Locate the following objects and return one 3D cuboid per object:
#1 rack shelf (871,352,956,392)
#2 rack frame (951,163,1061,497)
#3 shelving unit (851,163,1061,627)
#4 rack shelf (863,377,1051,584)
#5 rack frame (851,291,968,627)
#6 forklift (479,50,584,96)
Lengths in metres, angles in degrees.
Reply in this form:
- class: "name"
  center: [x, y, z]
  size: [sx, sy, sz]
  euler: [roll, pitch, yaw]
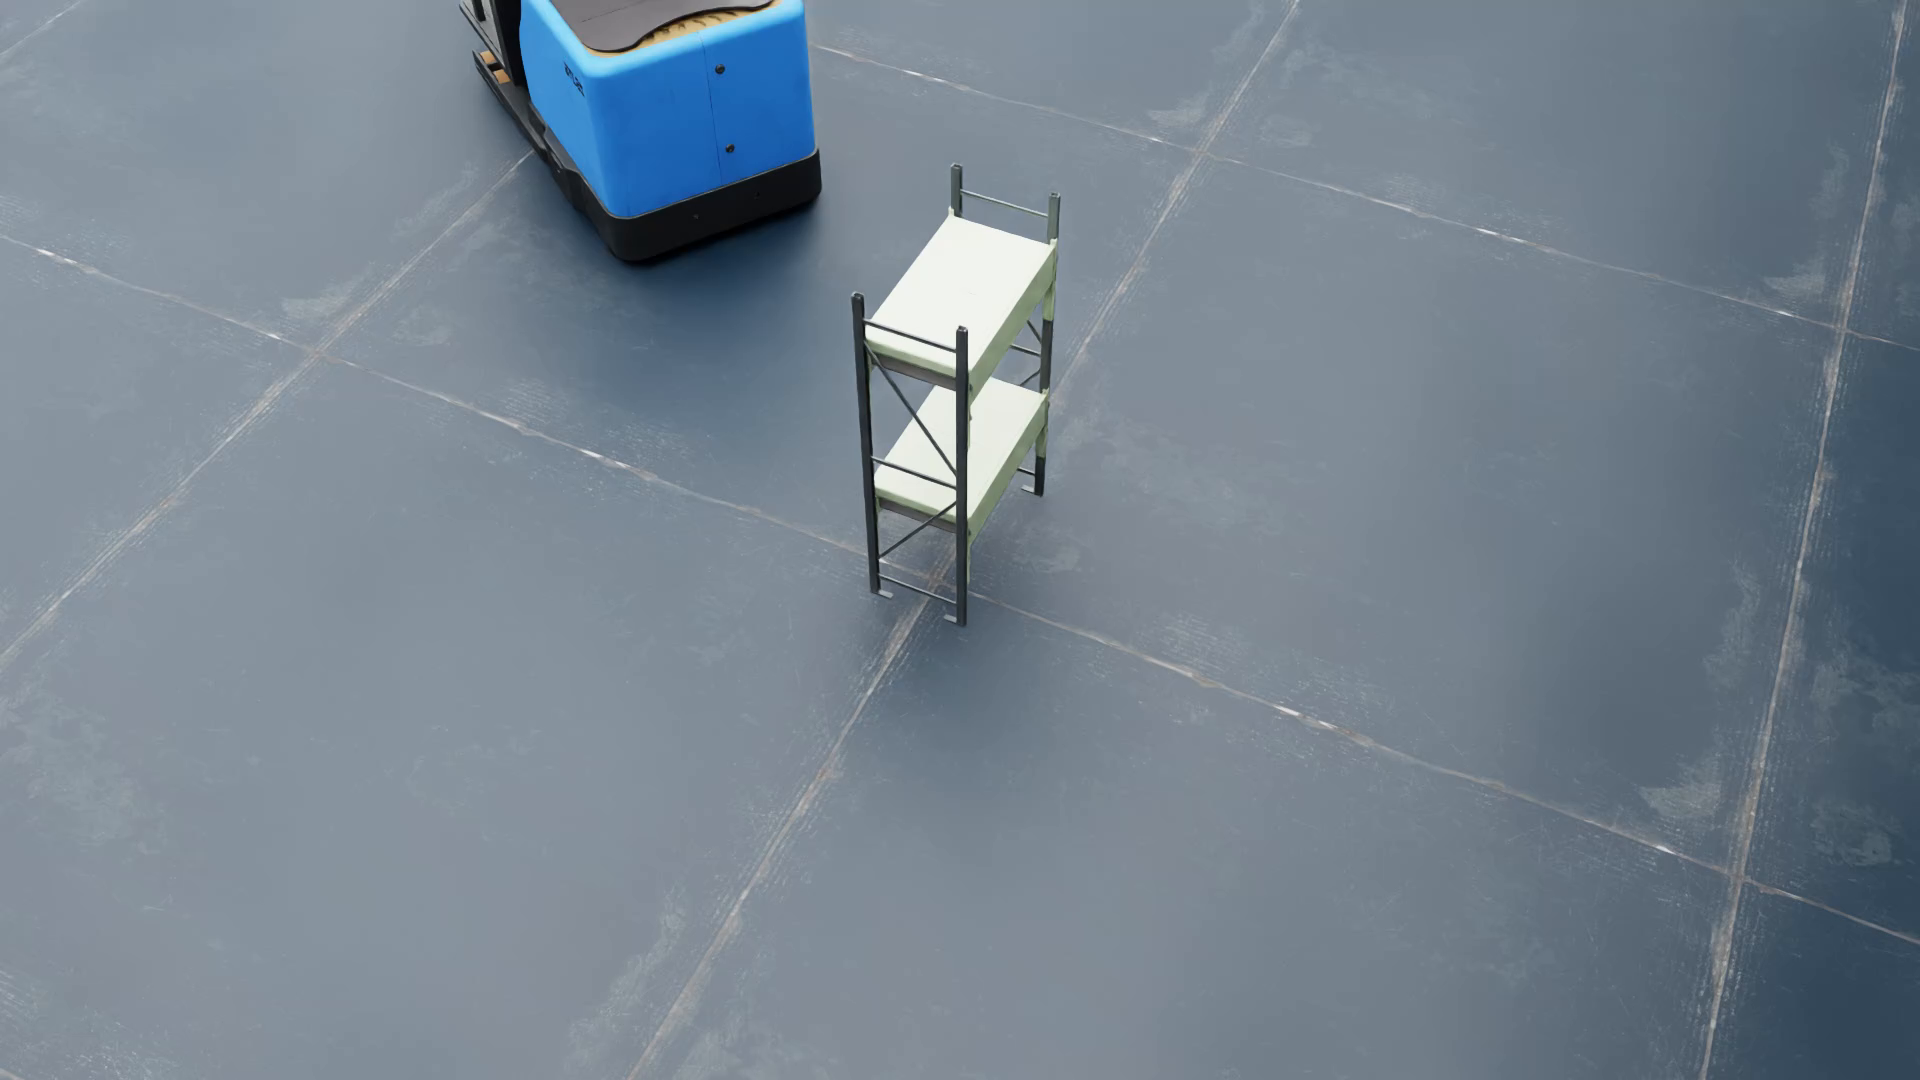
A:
- class: "rack shelf"
  center: [-0.003, -0.781, 5.638]
  size: [0.332, 0.071, 0.664]
  euler: [20, 52, 16]
- class: "rack frame"
  center: [0.154, -0.733, 6.204]
  size: [0.400, 1.500, 0.023]
  euler: [20, 52, 16]
- class: "shelving unit"
  center: [6.291, -10.601, 14.600]
  size: [6.000, 1.500, 30.159]
  euler: [20, 52, 16]
- class: "rack shelf"
  center: [6.294, -10.318, 14.945]
  size: [6.000, 0.609, 30.141]
  euler: [20, 52, 16]
- class: "rack frame"
  center: [-0.159, -0.229, 5.776]
  size: [0.400, 1.500, 0.023]
  euler: [20, 52, 16]
- class: "forklift"
  center: [6.716, -17.721, 15.727]
  size: [32.329, 9.011, 22.350]
  euler: [-24, 54, -19]
